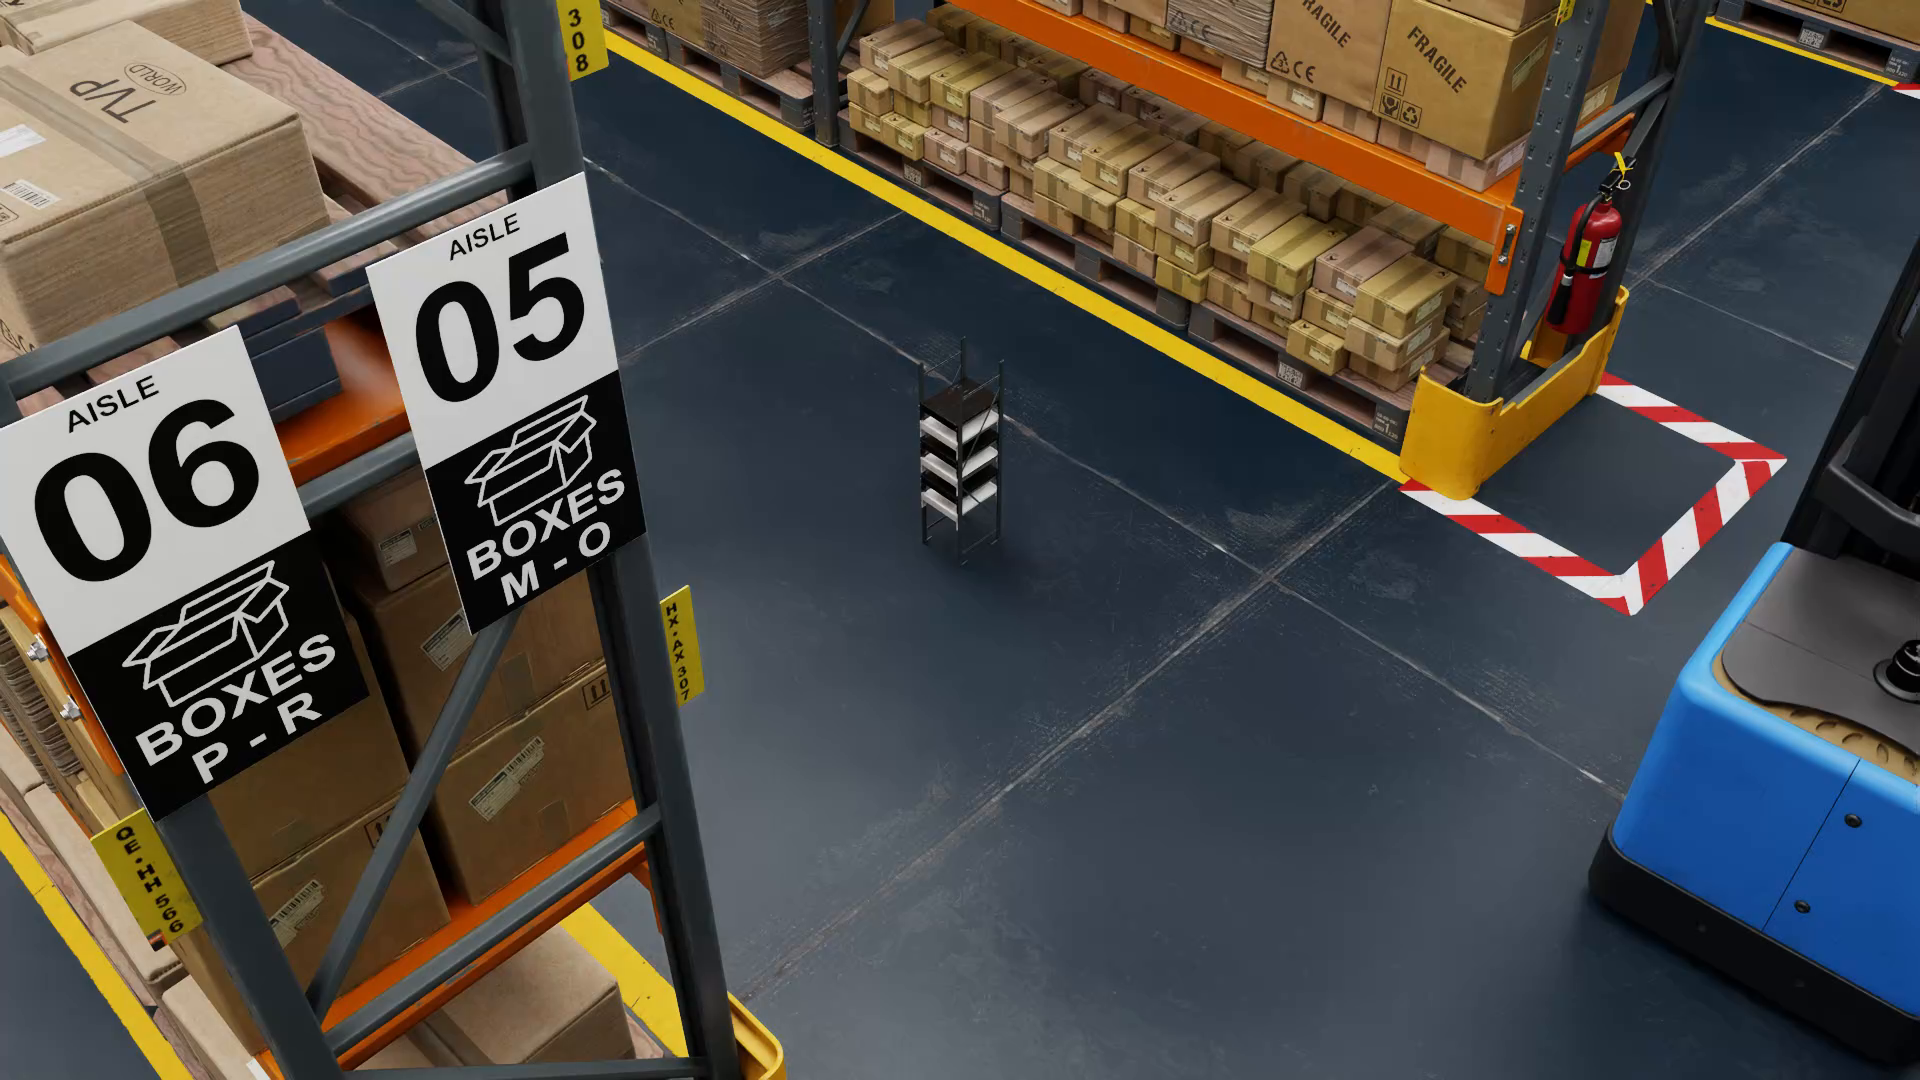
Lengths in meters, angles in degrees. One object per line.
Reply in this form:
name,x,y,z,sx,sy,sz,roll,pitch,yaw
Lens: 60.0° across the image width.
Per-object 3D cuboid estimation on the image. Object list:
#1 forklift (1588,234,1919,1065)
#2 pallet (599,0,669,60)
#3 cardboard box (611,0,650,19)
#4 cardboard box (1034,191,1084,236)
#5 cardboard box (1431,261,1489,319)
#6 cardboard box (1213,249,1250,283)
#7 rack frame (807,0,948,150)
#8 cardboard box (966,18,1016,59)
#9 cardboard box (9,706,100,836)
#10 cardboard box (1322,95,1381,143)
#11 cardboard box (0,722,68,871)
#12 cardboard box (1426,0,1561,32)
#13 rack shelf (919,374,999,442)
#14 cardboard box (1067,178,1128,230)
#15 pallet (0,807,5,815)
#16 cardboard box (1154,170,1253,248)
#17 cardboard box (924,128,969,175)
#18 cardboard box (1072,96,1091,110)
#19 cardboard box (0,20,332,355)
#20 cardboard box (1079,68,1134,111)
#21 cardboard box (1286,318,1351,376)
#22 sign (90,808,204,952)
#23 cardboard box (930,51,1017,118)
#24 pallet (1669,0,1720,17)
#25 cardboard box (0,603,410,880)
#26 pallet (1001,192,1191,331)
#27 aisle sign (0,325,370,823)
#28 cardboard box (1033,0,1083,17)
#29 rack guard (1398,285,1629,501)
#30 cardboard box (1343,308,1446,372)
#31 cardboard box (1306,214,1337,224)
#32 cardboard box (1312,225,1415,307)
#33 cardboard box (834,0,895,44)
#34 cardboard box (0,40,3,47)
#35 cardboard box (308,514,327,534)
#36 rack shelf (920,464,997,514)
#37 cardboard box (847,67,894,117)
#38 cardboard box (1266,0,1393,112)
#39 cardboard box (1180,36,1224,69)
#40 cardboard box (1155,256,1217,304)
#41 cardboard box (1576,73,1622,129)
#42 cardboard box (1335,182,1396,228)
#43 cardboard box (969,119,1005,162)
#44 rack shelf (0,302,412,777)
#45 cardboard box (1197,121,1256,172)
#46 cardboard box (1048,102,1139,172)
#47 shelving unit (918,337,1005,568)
forklift,3.390,-0.443,5.070,1.130,2.935,3.031,30,50,28
pallet,-1.812,-3.430,10.307,1.003,0.211,1.213,-34,53,-31
cardboard box,-1.818,-3.461,9.818,0.500,0.500,0.500,33,52,31
cardboard box,0.579,-1.669,8.137,0.250,0.149,0.380,33,52,30
cardboard box,2.241,-1.164,7.371,0.380,0.149,0.250,-32,51,-30
cardboard box,1.369,-1.333,7.555,0.250,0.149,0.380,34,52,31
rack frame,-0.395,-3.495,8.322,1.000,3.000,0.127,-34,53,-31
cardboard box,0.249,-2.670,8.782,0.380,0.149,0.250,-33,52,-31
cardboard box,-1.876,0.458,3.970,0.500,0.500,0.500,33,52,31
cardboard box,1.662,-1.752,6.621,0.250,0.149,0.380,34,52,31
cardboard box,-2.829,0.496,5.581,0.875,0.438,0.875,33,52,30
cardboard box,1.930,-2.186,5.876,0.500,0.500,0.500,33,52,31
rack shelf,0.006,-0.500,6.280,0.258,0.077,0.200,-34,53,-31
cardboard box,0.730,-1.648,7.896,0.380,0.149,0.250,-34,52,-31
pallet,-3.347,0.353,6.212,1.003,0.211,1.213,-34,53,-31
cardboard box,1.099,-1.500,7.516,0.380,0.149,0.250,-32,52,-30
cardboard box,0.035,-2.050,8.550,0.250,0.149,0.380,34,52,31
cardboard box,0.755,-2.187,8.479,0.380,0.149,0.250,-33,52,-30
cardboard box,-1.385,-0.562,2.665,0.500,0.250,0.500,29,50,28
cardboard box,0.814,-2.306,8.388,0.250,0.149,0.380,32,51,30
cardboard box,1.657,-0.908,7.313,0.380,0.149,0.250,-32,52,-30
sign,-1.398,0.590,2.874,0.100,0.325,0.005,-34,53,-31
cardboard box,0.067,-2.297,8.378,0.250,0.149,0.380,33,52,31
pallet,4.535,-3.810,10.718,1.003,0.211,1.213,-34,53,-31
cardboard box,-1.513,0.327,3.376,0.500,0.500,0.500,-32,52,-30
pallet,0.970,-1.578,8.303,1.003,0.211,1.213,-34,53,-31
aisle sign,-1.173,0.077,2.541,0.394,0.787,0.004,-34,53,-31
cardboard box,0.537,-2.500,7.430,0.380,0.149,0.250,-32,51,-30
rack guard,2.376,-0.691,7.129,1.175,0.500,0.348,-34,53,-31
cardboard box,1.855,-0.906,7.092,0.250,0.149,0.380,33,52,30
cardboard box,1.748,-1.573,7.814,0.380,0.149,0.250,-32,52,-30
cardboard box,1.739,-1.179,7.169,0.380,0.149,0.250,-33,52,-31
cardboard box,-0.729,-3.213,9.549,0.500,0.500,0.500,-32,51,-30
cardboard box,-2.026,-1.155,3.262,0.500,0.311,0.500,-33,52,-31
cardboard box,-1.294,-0.189,3.456,0.380,0.149,0.250,-33,52,-30
rack shelf,0.006,-0.236,6.524,0.258,0.077,0.200,-34,53,-31
cardboard box,-0.366,-2.384,8.691,0.380,0.149,0.250,-32,51,-30
cardboard box,1.570,-2.061,6.477,0.500,0.500,0.500,33,52,31
cardboard box,1.152,-2.163,7.065,0.250,0.149,0.380,32,51,30
cardboard box,1.123,-1.281,7.717,0.250,0.149,0.380,32,51,30
cardboard box,2.433,-1.793,6.665,0.250,0.149,0.380,34,52,31
cardboard box,1.933,-1.570,7.592,0.250,0.149,0.380,34,53,31
cardboard box,0.262,-2.074,8.356,0.250,0.149,0.380,32,51,30
rack shelf,-2.416,-0.950,3.888,1.077,0.370,4.000,-34,53,-31
cardboard box,1.357,-1.936,7.988,0.380,0.149,0.250,-33,52,-31
cardboard box,0.640,-1.930,7.981,0.250,0.149,0.380,32,51,30
shelving unit,0.006,-0.327,6.440,0.258,0.900,0.210,-34,53,-31
